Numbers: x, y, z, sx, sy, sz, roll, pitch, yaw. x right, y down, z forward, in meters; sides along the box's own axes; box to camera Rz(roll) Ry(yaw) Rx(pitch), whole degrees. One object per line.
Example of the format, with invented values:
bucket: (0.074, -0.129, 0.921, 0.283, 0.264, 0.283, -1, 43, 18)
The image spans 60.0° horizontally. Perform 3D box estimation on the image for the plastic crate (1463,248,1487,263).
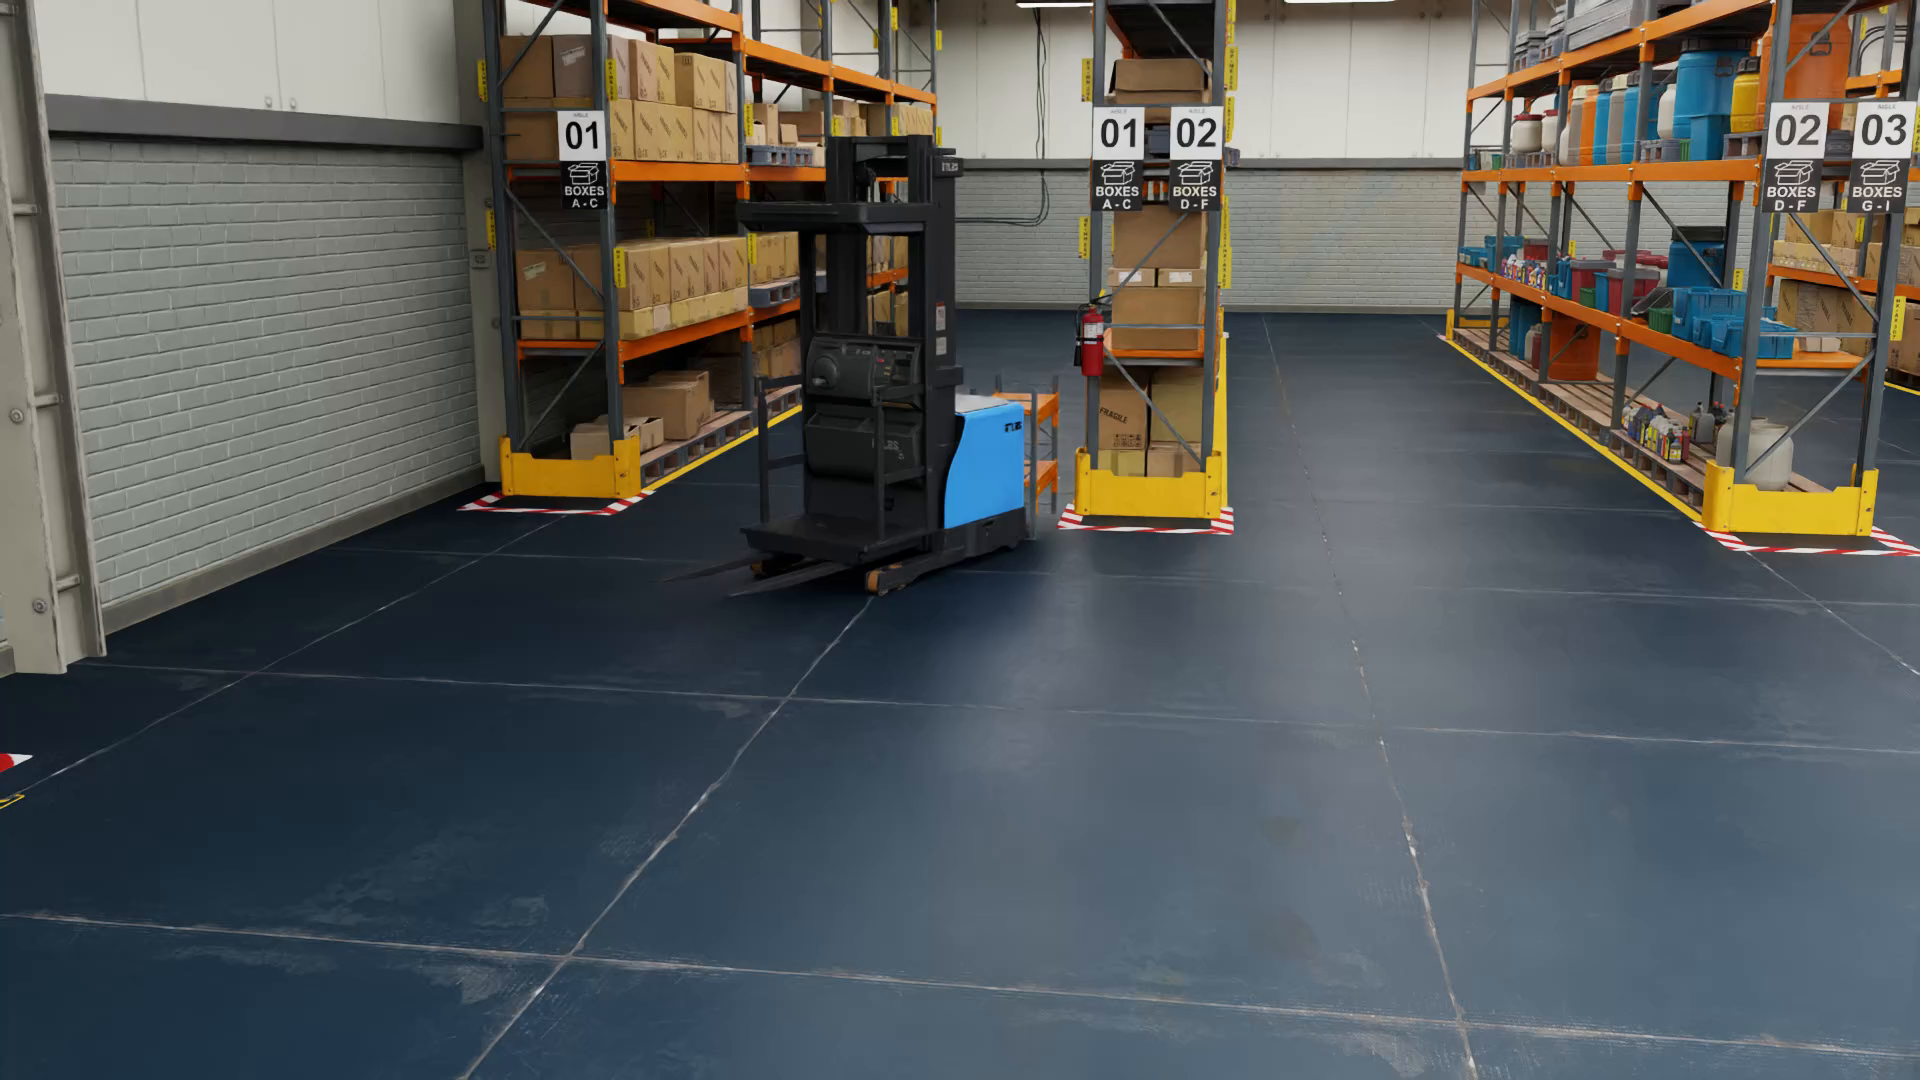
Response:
plastic crate: (8.419, -4.633, 27.127, 0.416, 0.233, 0.300, 2, 12, 9)

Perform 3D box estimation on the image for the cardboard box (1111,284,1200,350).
cardboard box: (1.614, -1.840, 13.673, 0.700, 0.500, 0.500, 2, 12, 9)

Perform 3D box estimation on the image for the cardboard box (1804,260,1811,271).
cardboard box: (13.162, -4.197, 25.443, 0.380, 0.149, 0.250, 2, 12, 7)

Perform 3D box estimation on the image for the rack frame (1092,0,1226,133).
rack frame: (1.529, -4.627, 12.602, 1.000, 3.000, 0.127, 2, 12, 9)

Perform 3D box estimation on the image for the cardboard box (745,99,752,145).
cardboard box: (-2.588, -4.518, 17.984, 0.500, 0.500, 0.500, 4, 13, 17)

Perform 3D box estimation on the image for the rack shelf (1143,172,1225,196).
rack shelf: (2.452, -4.058, 18.790, 1.077, 0.370, 4.000, 2, 12, 9)

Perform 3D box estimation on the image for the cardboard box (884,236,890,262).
cardboard box: (-1.342, -4.452, 25.039, 0.500, 0.500, 0.500, 2, 12, 8)

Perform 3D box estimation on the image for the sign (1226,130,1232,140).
sign: (3.307, -5.098, 20.491, 0.100, 0.325, 0.005, 2, 12, 9)

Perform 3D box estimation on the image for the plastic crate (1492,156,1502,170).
plastic crate: (8.035, -5.492, 24.238, 0.450, 0.188, 0.662, 2, 12, 9)

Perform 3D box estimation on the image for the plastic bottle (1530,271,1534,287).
plastic bottle: (7.455, -3.392, 21.585, 0.097, 0.201, 0.097, 0, 12, 0)

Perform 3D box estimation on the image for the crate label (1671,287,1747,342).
crate label: (6.439, -1.942, 14.301, 0.502, 0.435, 0.616, 2, 12, 9)

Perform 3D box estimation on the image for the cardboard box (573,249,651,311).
cardboard box: (-2.996, -2.247, 14.326, 0.500, 0.500, 0.500, 2, 12, 9)

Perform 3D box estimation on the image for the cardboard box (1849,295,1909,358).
cardboard box: (13.084, -2.903, 22.891, 1.225, 0.875, 0.875, 2, 12, 9)

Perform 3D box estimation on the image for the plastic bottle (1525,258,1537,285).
plastic bottle: (7.536, -3.542, 21.925, 0.144, 0.351, 0.185, 2, 12, 9)

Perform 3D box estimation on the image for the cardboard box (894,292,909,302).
cardboard box: (-0.991, -3.979, 27.232, 0.380, 0.149, 0.250, 2, 12, 7)

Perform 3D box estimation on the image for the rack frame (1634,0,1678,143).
rack frame: (7.038, -5.298, 15.718, 1.000, 3.000, 0.127, 2, 12, 9)

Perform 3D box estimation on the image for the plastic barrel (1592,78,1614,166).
plastic barrel: (7.103, -4.462, 17.768, 0.600, 0.901, 0.708, 2, 12, 9)

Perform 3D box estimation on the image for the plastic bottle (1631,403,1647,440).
plastic bottle: (6.504, -1.131, 15.865, 0.144, 0.351, 0.185, 2, 12, 10)

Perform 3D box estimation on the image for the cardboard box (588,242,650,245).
cardboard box: (-3.264, -2.579, 15.868, 0.500, 0.500, 0.500, 2, 12, 9)

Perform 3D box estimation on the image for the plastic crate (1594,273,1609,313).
plastic crate: (6.901, -2.597, 17.464, 0.392, 0.384, 0.575, 2, 12, 9)

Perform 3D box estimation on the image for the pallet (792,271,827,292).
pallet: (-2.140, -3.274, 21.019, 1.213, 0.211, 1.003, 2, 12, 9)

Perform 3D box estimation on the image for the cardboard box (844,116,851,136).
cardboard box: (-1.926, -5.682, 23.338, 0.700, 0.500, 0.500, 2, 12, 9)

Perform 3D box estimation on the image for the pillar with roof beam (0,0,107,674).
pillar with roof beam: (-0.782, -3.572, 7.707, 9.100, 9.000, 0.400, 2, 12, 9)

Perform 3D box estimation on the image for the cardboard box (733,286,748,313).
cardboard box: (-2.524, -2.515, 17.350, 0.500, 0.250, 0.500, 2, 12, 9)

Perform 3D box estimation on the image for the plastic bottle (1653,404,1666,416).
plastic bottle: (6.647, -1.126, 15.843, 0.144, 0.351, 0.185, 2, 12, 9)

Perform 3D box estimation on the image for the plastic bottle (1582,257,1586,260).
plastic bottle: (8.281, -3.575, 22.081, 0.144, 0.351, 0.185, 2, 12, 9)

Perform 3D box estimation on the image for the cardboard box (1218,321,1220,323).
cardboard box: (3.420, -2.866, 23.562, 0.500, 0.500, 0.500, 2, 12, 9)

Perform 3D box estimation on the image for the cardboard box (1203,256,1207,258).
cardboard box: (2.118, -2.565, 15.498, 0.380, 0.149, 0.250, 2, 12, 10)

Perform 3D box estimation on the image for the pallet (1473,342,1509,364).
pallet: (8.343, -2.822, 25.087, 1.003, 0.211, 1.213, 2, 12, 9)

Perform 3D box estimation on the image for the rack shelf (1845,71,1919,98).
rack shelf: (13.470, -6.672, 24.750, 1.077, 0.370, 4.000, 2, 12, 9)

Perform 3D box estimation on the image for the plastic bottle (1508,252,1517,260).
plastic bottle: (7.888, -3.936, 23.752, 0.144, 0.351, 0.185, 2, 12, 9)

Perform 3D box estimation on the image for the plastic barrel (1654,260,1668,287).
plastic barrel: (7.402, -2.624, 17.226, 0.433, 0.535, 0.433, 0, 12, 0)

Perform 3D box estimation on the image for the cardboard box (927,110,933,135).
cardboard box: (-0.748, -7.037, 28.248, 0.500, 0.500, 0.500, 2, 12, 8)

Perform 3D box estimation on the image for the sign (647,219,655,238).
sign: (-3.300, -3.270, 17.797, 0.100, 0.325, 0.005, 2, 12, 9)

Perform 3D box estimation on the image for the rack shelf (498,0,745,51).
rack shelf: (-3.058, -4.850, 15.351, 1.077, 0.370, 4.000, 2, 12, 9)

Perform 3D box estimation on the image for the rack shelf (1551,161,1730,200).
rack shelf: (7.346, -3.896, 18.041, 1.077, 0.370, 4.000, 2, 12, 9)

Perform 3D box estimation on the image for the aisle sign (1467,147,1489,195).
aisle sign: (8.601, -6.159, 27.781, 0.394, 0.787, 0.004, 2, 12, 9)

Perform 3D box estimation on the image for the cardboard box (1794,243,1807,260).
cardboard box: (13.283, -4.471, 25.770, 0.500, 0.250, 0.500, 1, 12, 7)

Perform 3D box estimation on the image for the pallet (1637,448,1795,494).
pallet: (6.709, -0.609, 14.819, 1.003, 0.211, 1.213, 2, 12, 9)

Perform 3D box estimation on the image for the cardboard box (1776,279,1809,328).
cardboard box: (13.759, -3.734, 26.745, 0.875, 0.875, 0.875, 2, 12, 9)

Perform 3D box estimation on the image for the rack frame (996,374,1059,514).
rack frame: (0.539, -0.774, 13.414, 0.500, 1.125, 0.032, 3, 12, 12)

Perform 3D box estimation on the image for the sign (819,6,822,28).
sign: (-2.065, -7.842, 24.927, 0.100, 0.325, 0.005, 2, 12, 9)

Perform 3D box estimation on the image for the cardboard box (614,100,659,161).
cardboard box: (-2.950, -3.551, 14.446, 0.500, 0.500, 0.500, 3, 12, 12)

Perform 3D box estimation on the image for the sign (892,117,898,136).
sign: (-0.983, -6.209, 25.091, 0.100, 0.325, 0.005, 2, 12, 9)

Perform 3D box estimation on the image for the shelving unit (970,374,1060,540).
shelving unit: (0.432, -0.669, 12.928, 0.538, 1.125, 1.048, 3, 12, 12)

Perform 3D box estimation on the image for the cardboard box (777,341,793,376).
cardboard box: (-2.437, -2.153, 20.252, 0.700, 0.500, 0.500, 2, 12, 8)

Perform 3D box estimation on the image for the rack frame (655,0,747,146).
rack frame: (-2.751, -5.619, 17.207, 1.000, 3.000, 0.127, 2, 12, 9)

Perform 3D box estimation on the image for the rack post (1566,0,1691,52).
rack post: (7.256, -5.809, 17.612, 1.013, 1.000, 3.121, 2, 12, 9)

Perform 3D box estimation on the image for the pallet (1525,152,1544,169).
pallet: (8.073, -5.002, 21.913, 1.003, 0.211, 1.213, 2, 12, 9)

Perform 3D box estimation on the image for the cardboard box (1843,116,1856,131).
cardboard box: (13.311, -5.916, 24.235, 0.700, 0.500, 0.500, 3, 12, 12)

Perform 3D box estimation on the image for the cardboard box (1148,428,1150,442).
cardboard box: (1.460, -0.885, 15.010, 0.500, 0.250, 0.500, 2, 12, 9)

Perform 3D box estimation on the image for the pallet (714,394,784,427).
pallet: (-2.633, -1.485, 18.885, 1.003, 0.211, 1.213, 2, 12, 9)

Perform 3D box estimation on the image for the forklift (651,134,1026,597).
forklift: (-0.774, -1.186, 11.037, 1.130, 2.935, 3.031, 8, 15, 34)
